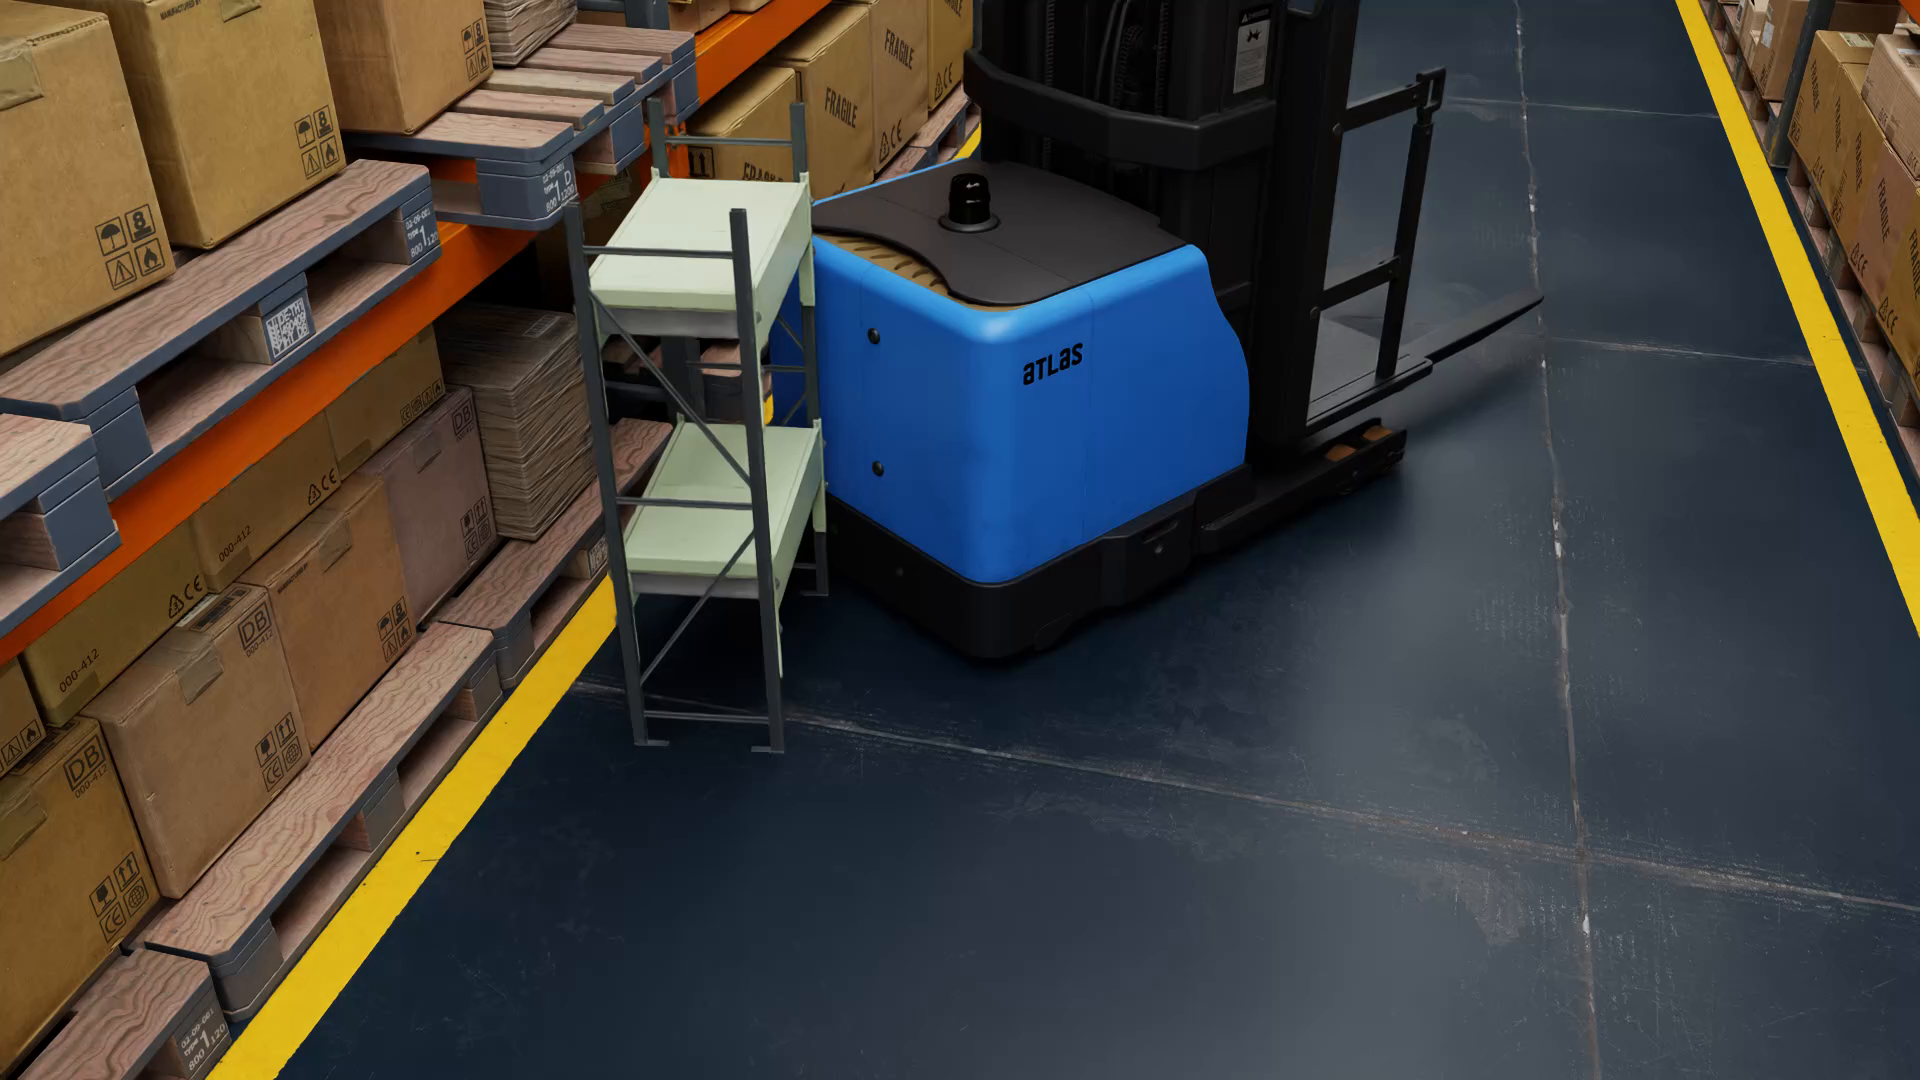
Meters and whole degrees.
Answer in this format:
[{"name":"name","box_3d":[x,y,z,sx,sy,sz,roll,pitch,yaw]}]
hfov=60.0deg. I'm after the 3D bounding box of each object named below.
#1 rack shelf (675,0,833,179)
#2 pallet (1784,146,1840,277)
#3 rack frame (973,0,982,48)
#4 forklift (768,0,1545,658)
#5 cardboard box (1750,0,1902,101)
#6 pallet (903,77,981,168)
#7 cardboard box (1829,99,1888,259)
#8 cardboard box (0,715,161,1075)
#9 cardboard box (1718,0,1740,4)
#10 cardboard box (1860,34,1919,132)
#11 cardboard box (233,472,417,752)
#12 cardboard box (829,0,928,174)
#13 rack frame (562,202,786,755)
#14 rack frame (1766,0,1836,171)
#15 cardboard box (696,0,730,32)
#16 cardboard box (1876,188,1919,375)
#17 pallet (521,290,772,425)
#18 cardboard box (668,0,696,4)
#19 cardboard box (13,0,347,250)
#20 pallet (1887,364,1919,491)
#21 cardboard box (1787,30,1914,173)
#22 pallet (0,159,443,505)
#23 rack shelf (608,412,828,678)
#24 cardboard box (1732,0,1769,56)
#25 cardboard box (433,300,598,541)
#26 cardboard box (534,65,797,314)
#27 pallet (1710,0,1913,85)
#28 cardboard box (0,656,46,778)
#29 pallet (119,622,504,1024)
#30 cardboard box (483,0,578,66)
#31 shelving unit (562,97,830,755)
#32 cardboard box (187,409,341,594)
[{"name":"rack shelf","box_3d":[-0.861,-2.366,6.847,1.077,0.370,4.000,8,33,12]},{"name":"pallet","box_3d":[4.269,-1.431,7.304,1.003,0.211,1.213,8,33,12]},{"name":"rack frame","box_3d":[-0.354,-3.708,8.286,1.000,3.000,0.127,8,33,12]},{"name":"forklift","box_3d":[0.861,-1.573,4.993,3.031,2.935,1.130,-25,40,-34]},{"name":"cardboard box","box_3d":[4.309,-2.500,8.307,0.500,0.500,0.500,8,33,12]},{"name":"pallet","box_3d":[-0.477,-2.120,8.388,1.003,0.211,1.213,8,33,12]},{"name":"cardboard box","box_3d":[3.822,-1.411,6.594,0.500,0.500,0.500,8,33,13]},{"name":"cardboard box","box_3d":[-2.131,0.654,3.345,0.700,0.500,0.500,7,33,11]},{"name":"cardboard box","box_3d":[4.788,-3.374,9.914,0.500,0.250,0.500,8,33,12]},{"name":"cardboard box","box_3d":[3.827,-1.746,6.421,0.500,0.250,0.500,8,33,12]},{"name":"cardboard box","box_3d":[-1.843,0.131,4.167,0.700,0.500,0.500,8,33,12]},{"name":"cardboard box","box_3d":[-0.616,-2.161,7.466,0.750,0.750,0.750,9,34,14]},{"name":"rack frame","box_3d":[-0.659,-0.084,3.984,0.400,1.500,0.023,3,33,4]},{"name":"rack frame","box_3d":[4.439,-3.035,7.228,1.000,3.000,0.127,8,33,12]},{"name":"cardboard box","box_3d":[-0.989,-1.803,5.506,0.380,0.149,0.250,8,33,13]},{"name":"cardboard box","box_3d":[3.566,-0.876,5.752,0.500,0.500,0.500,7,33,11]},{"name":"pallet","box_3d":[-1.096,-0.854,6.396,1.003,0.211,1.213,8,33,12]},{"name":"cardboard box","box_3d":[-0.998,-2.025,5.251,0.500,0.500,0.500,9,34,14]},{"name":"cardboard box","box_3d":[-1.773,-0.965,3.469,0.700,0.500,0.500,8,33,12]},{"name":"pallet","box_3d":[3.650,-0.165,5.313,1.003,0.211,1.213,8,33,12]},{"name":"cardboard box","box_3d":[4.080,-1.948,7.438,0.500,0.500,0.500,7,33,10]},{"name":"pallet","box_3d":[-1.832,-0.518,3.448,1.003,0.211,1.213,8,33,12]},{"name":"rack shelf","box_3d":[-0.626,-0.004,4.466,0.431,0.370,0.720,3,33,4]},{"name":"cardboard box","box_3d":[4.499,-2.809,8.970,0.500,0.311,0.500,8,33,12]},{"name":"cardboard box","box_3d":[-1.501,-0.382,4.975,0.700,0.500,0.500,8,33,13]},{"name":"cardboard box","box_3d":[-1.055,-1.266,6.057,0.750,0.750,0.750,8,33,12]},{"name":"pallet","box_3d":[4.922,-2.849,9.536,1.003,0.211,1.213,8,33,12]},{"name":"cardboard box","box_3d":[-2.105,0.383,3.072,0.500,0.250,0.500,7,33,11]},{"name":"pallet","box_3d":[-1.880,0.581,4.139,1.003,0.211,1.213,8,33,12]},{"name":"cardboard box","box_3d":[-1.478,-1.614,4.490,0.700,0.500,0.500,4,33,7]},{"name":"shelving unit","box_3d":[-0.626,-0.279,4.291,0.431,1.500,0.755,3,33,4]},{"name":"cardboard box","box_3d":[-1.832,-0.144,3.901,0.500,0.250,0.500,8,33,12]}]
